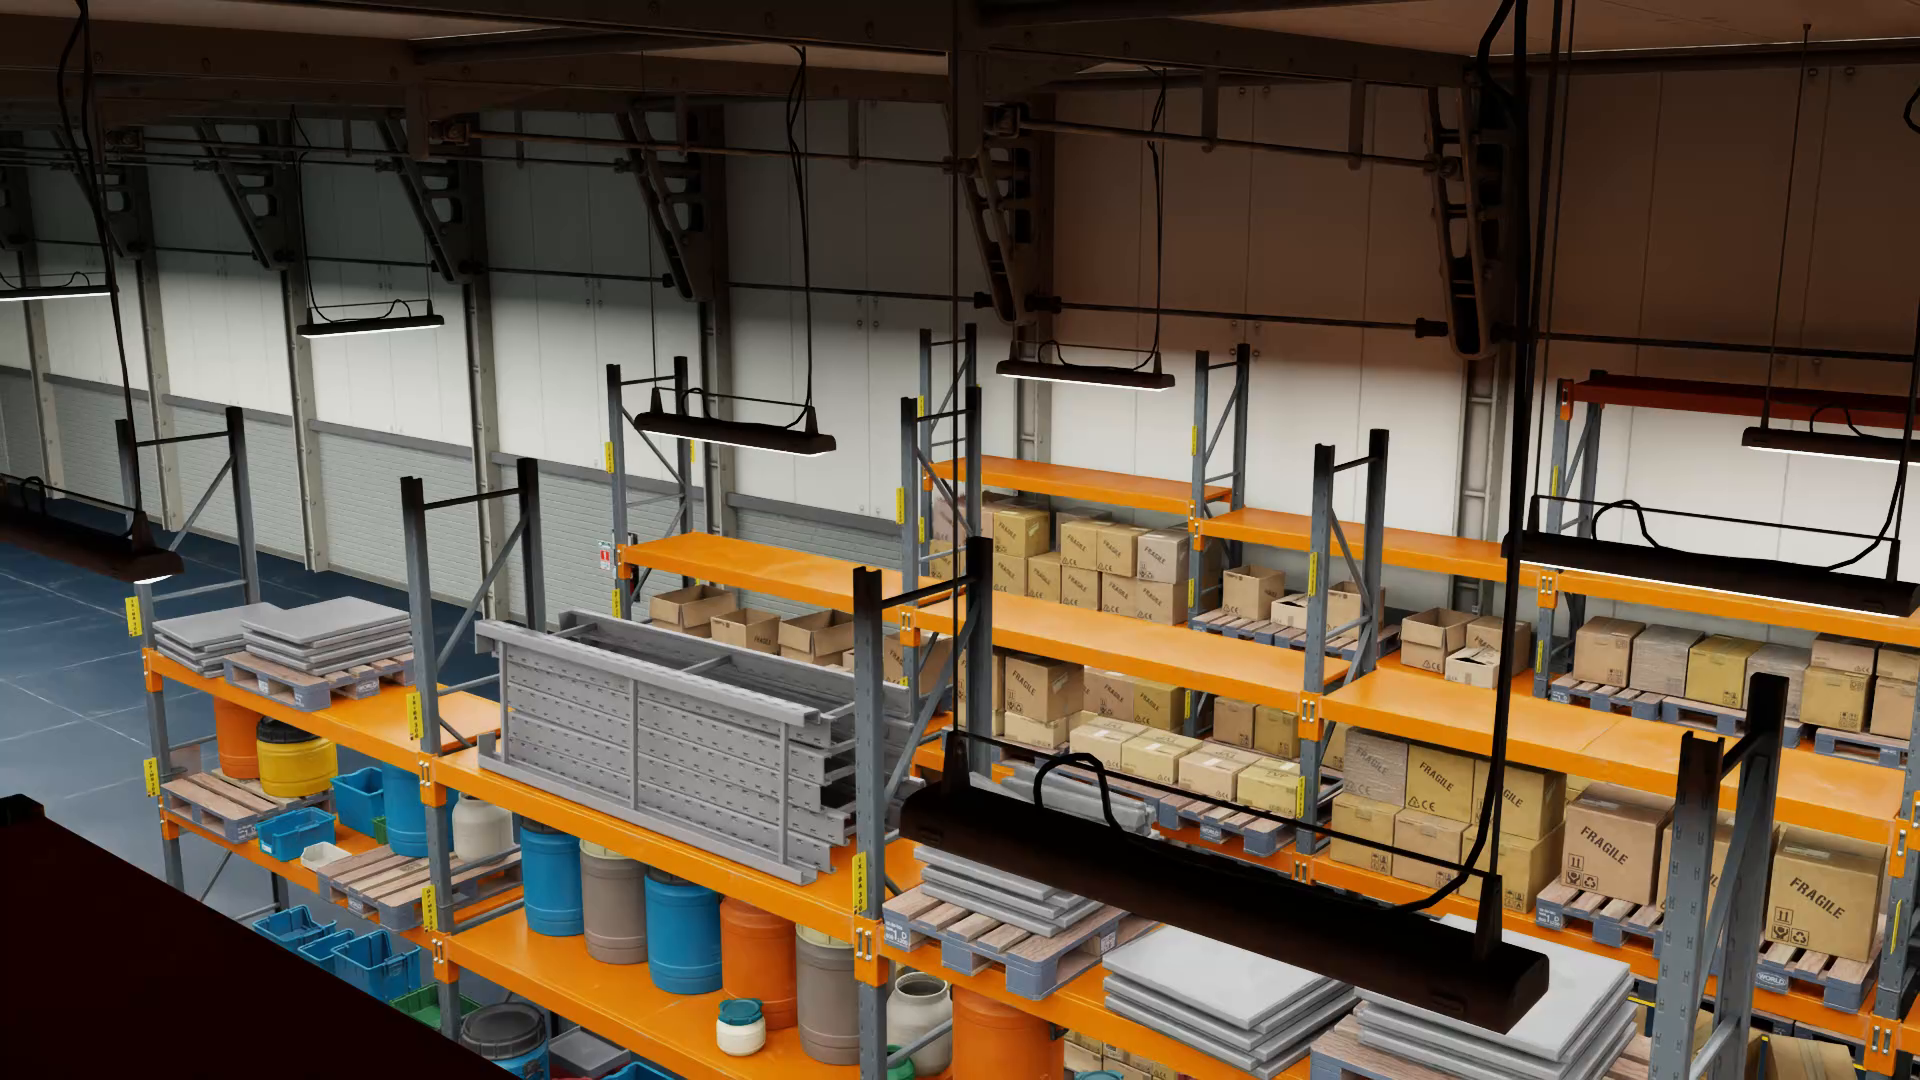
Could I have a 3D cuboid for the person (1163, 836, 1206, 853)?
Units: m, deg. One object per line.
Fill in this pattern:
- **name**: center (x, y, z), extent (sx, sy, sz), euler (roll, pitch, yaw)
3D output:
- **person**: center (2.483, 3.239, 18.213), extent (0.492, 1.720, 0.426), euler (-3, 13, -13)
